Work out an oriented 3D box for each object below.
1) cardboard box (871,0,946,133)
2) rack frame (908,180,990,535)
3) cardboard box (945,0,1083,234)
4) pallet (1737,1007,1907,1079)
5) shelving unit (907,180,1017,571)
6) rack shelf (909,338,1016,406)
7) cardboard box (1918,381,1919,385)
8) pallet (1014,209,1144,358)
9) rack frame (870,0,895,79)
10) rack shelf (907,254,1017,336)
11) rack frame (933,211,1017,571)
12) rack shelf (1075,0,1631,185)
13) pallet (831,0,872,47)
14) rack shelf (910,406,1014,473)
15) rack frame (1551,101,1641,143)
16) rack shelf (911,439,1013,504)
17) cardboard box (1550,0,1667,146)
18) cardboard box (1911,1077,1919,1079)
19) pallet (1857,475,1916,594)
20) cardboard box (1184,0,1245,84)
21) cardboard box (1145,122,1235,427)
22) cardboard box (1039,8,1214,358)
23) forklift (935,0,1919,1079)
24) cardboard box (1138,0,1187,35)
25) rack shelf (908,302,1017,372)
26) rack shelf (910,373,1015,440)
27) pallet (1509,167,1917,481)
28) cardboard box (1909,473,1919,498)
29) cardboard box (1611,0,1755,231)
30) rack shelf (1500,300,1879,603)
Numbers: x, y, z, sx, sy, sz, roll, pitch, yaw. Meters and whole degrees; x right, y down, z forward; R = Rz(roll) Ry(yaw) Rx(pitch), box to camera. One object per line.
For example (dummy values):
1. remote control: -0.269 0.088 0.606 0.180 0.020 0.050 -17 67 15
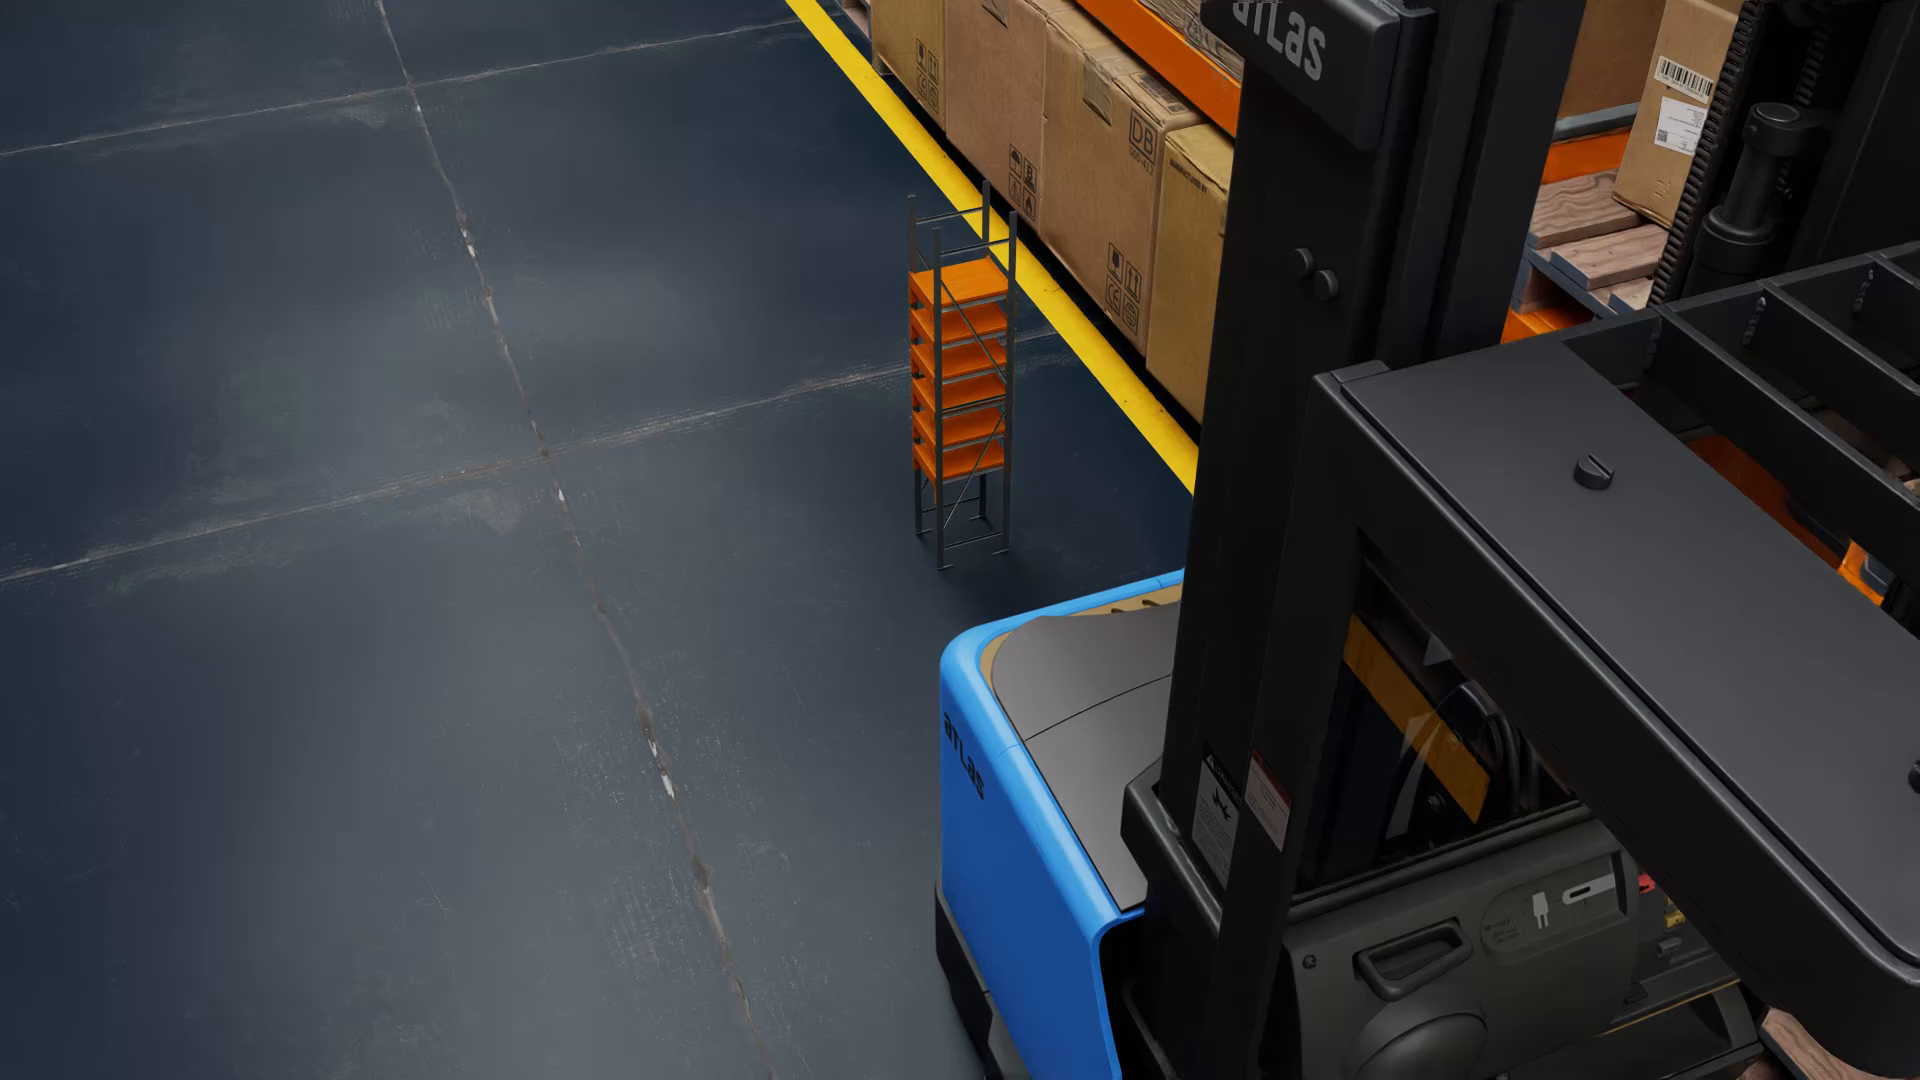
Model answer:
1. cardboard box: 0.334 -2.424 7.076 1.225 0.875 0.875 -15 43 -17
2. rack frame: -0.029 -0.501 4.913 0.240 1.200 0.006 -15 43 -17
3. cardboard box: 0.677 -1.886 6.450 1.225 0.875 0.875 -17 43 -18
4. pallet: 2.362 1.221 3.668 1.003 0.211 1.213 -15 43 -17
5. shelving unit: 0.006 -0.446 4.849 0.258 1.200 0.189 -15 43 -17
6. rack shelf: 0.006 -0.504 4.799 0.258 0.103 0.180 -15 43 -17
7. cardboard box: 2.151 -0.612 3.262 0.700 0.500 0.500 -9 42 -11
8. pallet: 0.906 -1.212 6.497 1.003 0.211 1.213 -15 43 -17
9. rack frame: 0.071 -3.451 6.963 1.000 3.000 0.127 -15 43 -17
10. rack shelf: 0.006 -0.685 4.643 0.258 0.103 0.180 -15 43 -17
11. rack frame: 0.041 -0.391 4.785 0.240 1.200 0.006 -15 43 -17
12. rack shelf: 0.836 -1.973 5.796 1.077 0.370 4.000 -15 43 -17
13. pallet: -0.148 -2.871 8.427 1.003 0.211 1.213 -15 43 -17
14. rack shelf: 0.006 -0.322 4.956 0.258 0.103 0.180 -15 43 -17
15. rack frame: 1.601 -1.041 4.160 1.000 3.000 0.127 -15 43 -17
16. rack shelf: 0.006 -0.231 5.034 0.258 0.103 0.180 -15 43 -17
17. cardboard box: 1.667 -1.440 4.547 0.500 0.500 0.500 -14 43 -16
18. cardboard box: 2.324 0.809 3.588 0.700 0.500 0.500 -12 42 -13
19. pallet: 2.397 0.214 2.848 1.003 0.211 1.213 -15 43 -17
20. cardboard box: 0.998 -1.617 4.753 0.500 0.500 0.500 -15 43 -17
21. cardboard box: 1.357 -0.816 5.206 1.225 0.875 0.875 -17 44 -19
22. cardboard box: 1.023 -1.355 5.832 1.225 0.875 0.875 -15 43 -17
23. forklift: 0.959 0.672 2.220 1.130 2.935 3.031 -15 43 -16
24. cardboard box: 0.797 -1.929 5.115 0.500 0.500 0.500 -16 43 -18
25. rack shelf: 0.006 -0.594 4.721 0.258 0.103 0.180 -15 43 -17
26. rack shelf: 0.006 -0.413 4.878 0.258 0.103 0.180 -15 43 -17
27. pallet: 1.972 -0.566 3.755 1.213 0.211 1.003 -15 43 -17
28. cardboard box: 2.030 -0.077 2.832 0.500 0.250 0.500 -16 43 -18
29. cardboard box: 1.845 -0.923 3.624 0.500 0.500 0.500 -20 45 -22
30. rack shelf: 2.367 0.436 2.994 1.077 0.370 4.000 -15 43 -17
